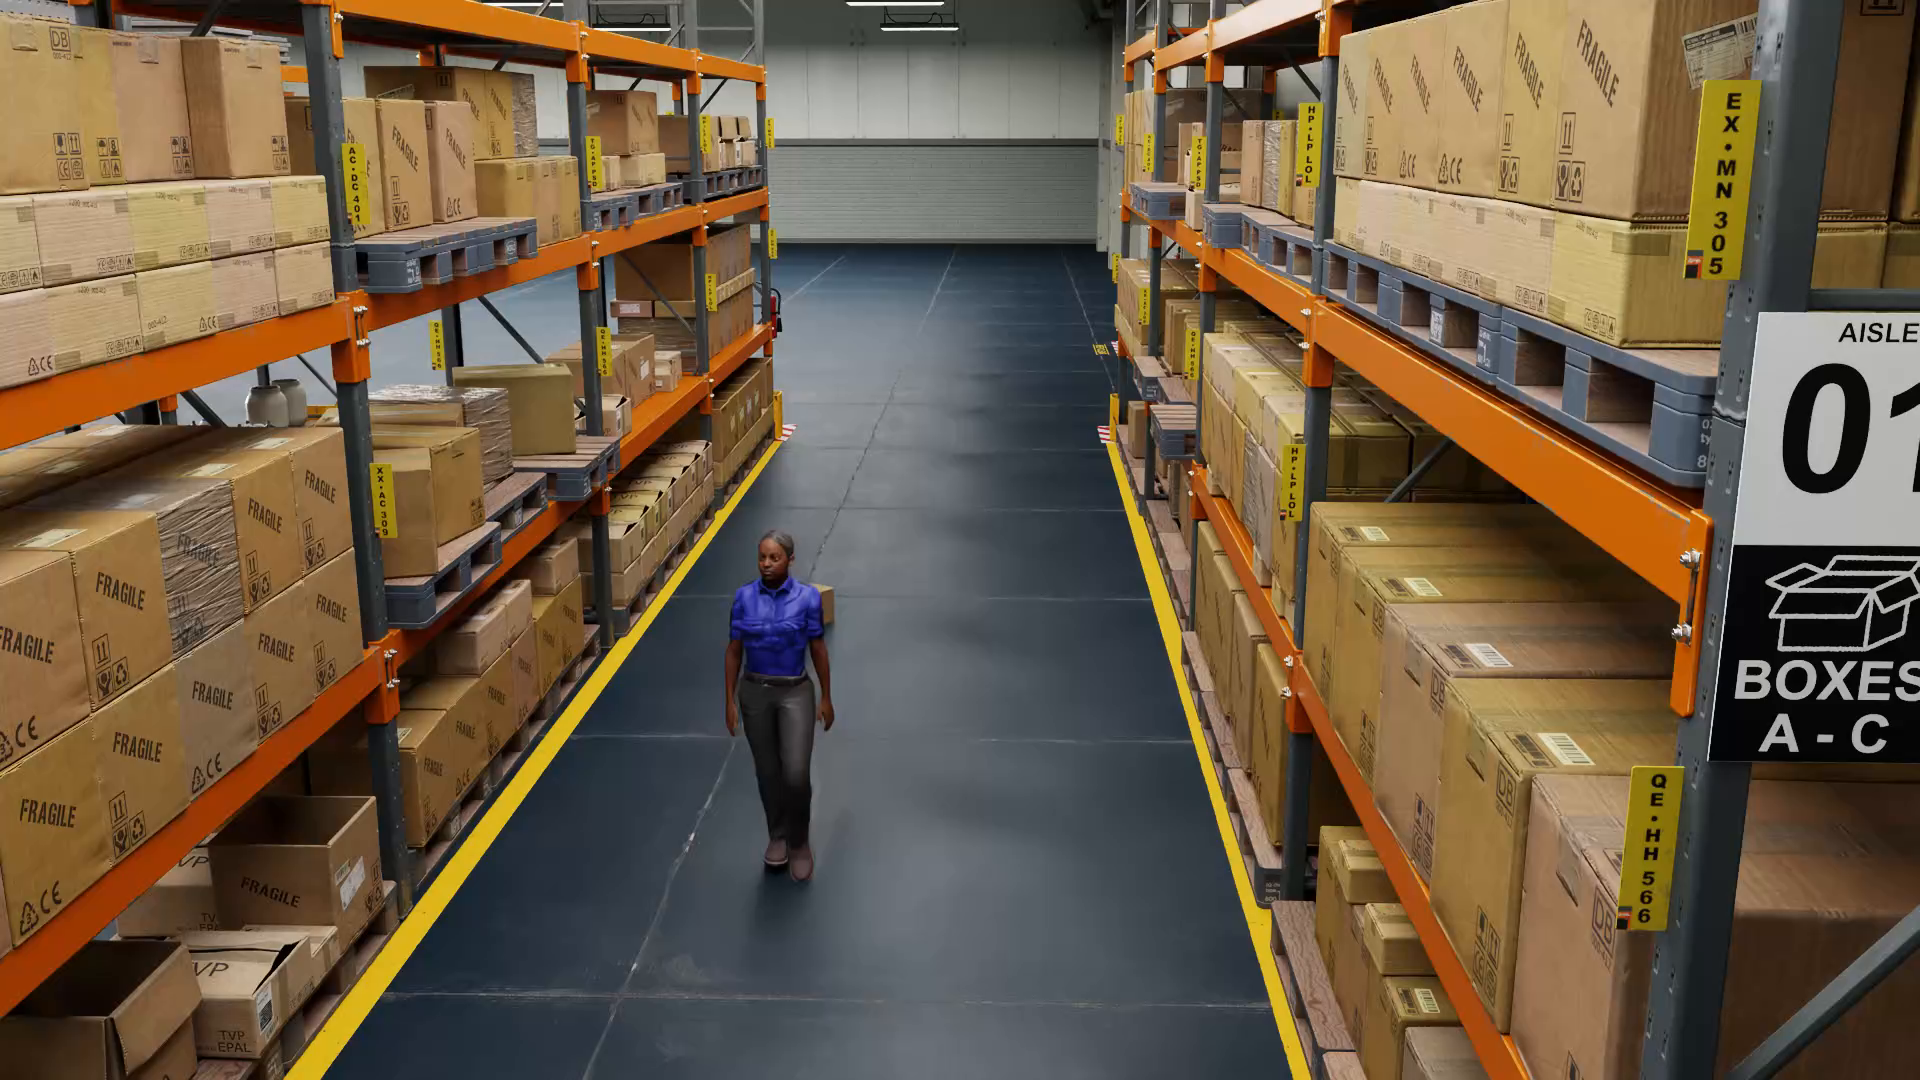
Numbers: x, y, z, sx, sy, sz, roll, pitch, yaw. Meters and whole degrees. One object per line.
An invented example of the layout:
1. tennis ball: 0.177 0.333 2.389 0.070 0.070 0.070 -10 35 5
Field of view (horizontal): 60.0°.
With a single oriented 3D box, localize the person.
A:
1. person: -0.863 0.791 7.828 0.492 1.694 0.488 2 14 8
